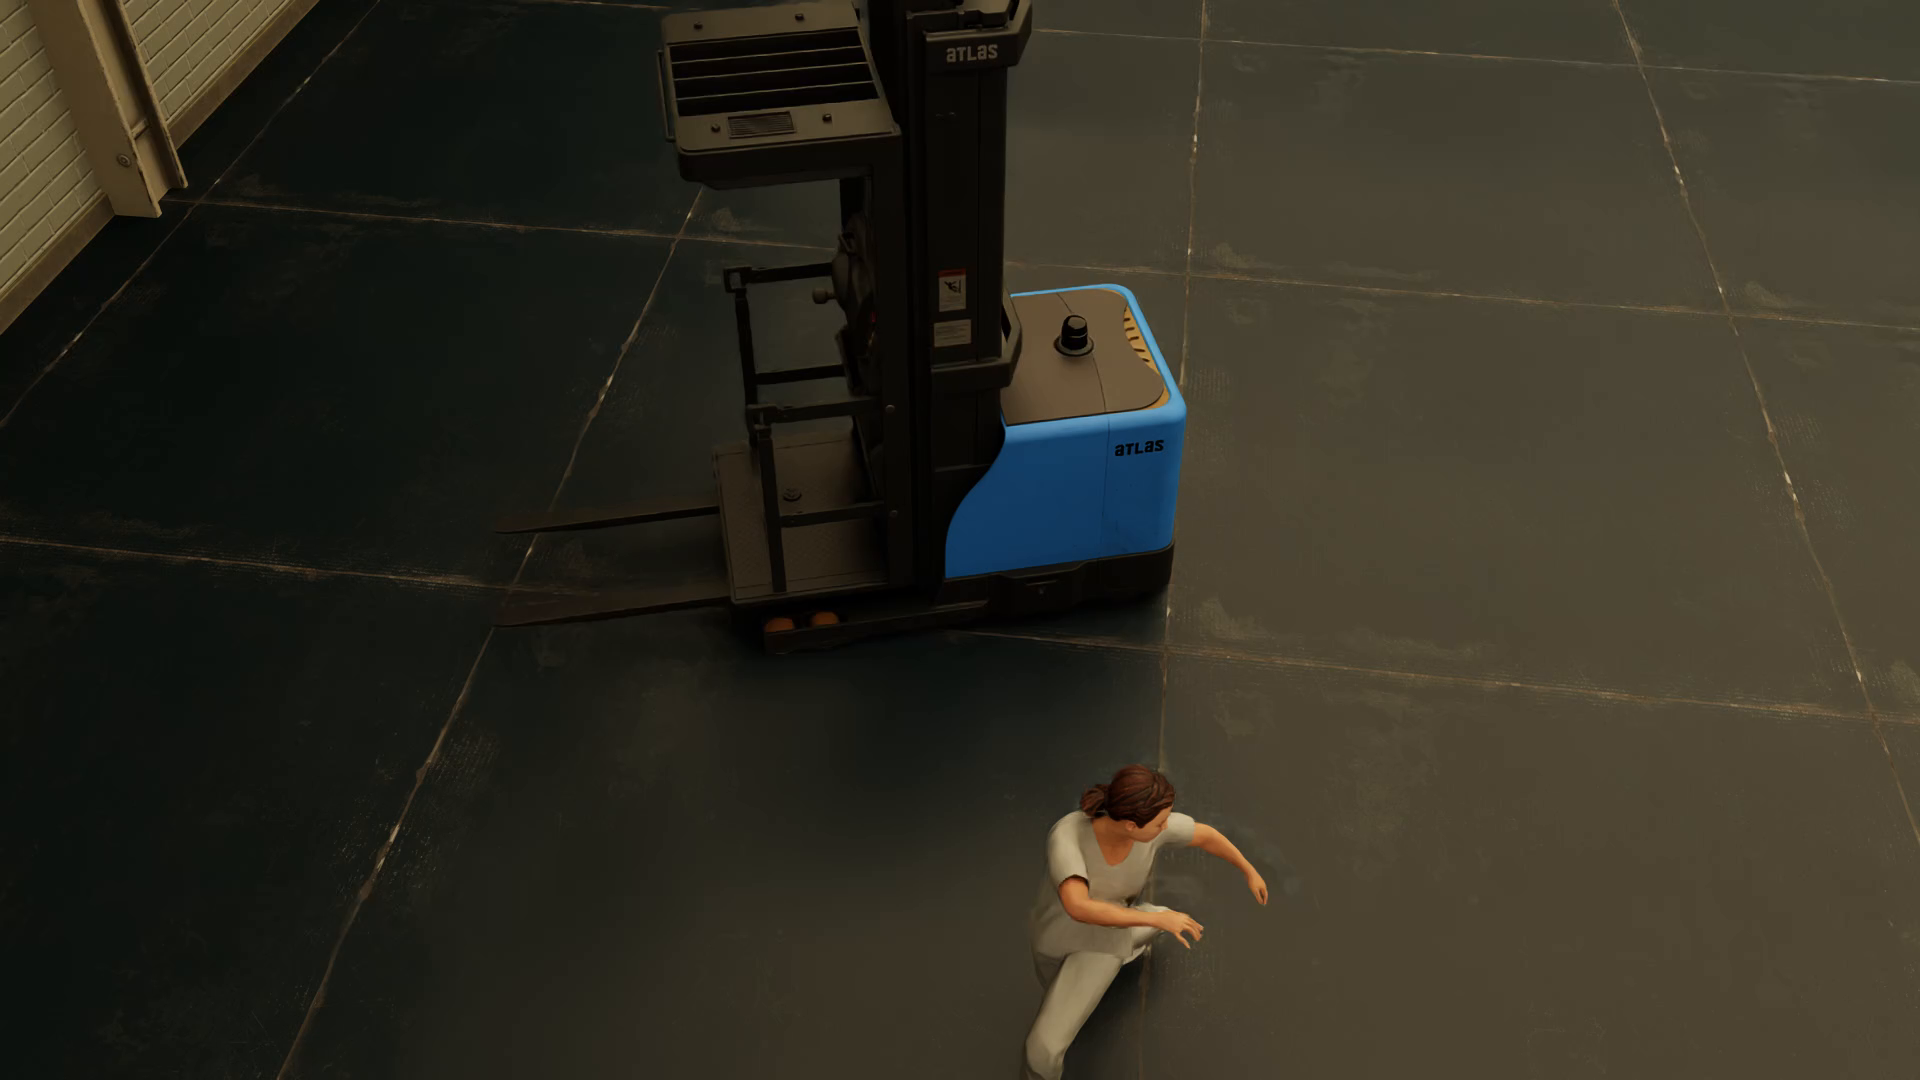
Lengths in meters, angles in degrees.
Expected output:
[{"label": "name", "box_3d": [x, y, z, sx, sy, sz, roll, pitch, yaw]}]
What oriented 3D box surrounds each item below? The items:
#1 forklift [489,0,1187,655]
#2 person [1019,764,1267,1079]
[{"label": "forklift", "box_3d": [-0.606, -0.964, 6.774, 3.031, 2.935, 1.130, -7, 43, -8]}, {"label": "person", "box_3d": [0.582, 1.297, 5.471, 0.737, 1.410, 0.963, 14, 44, 15]}]
